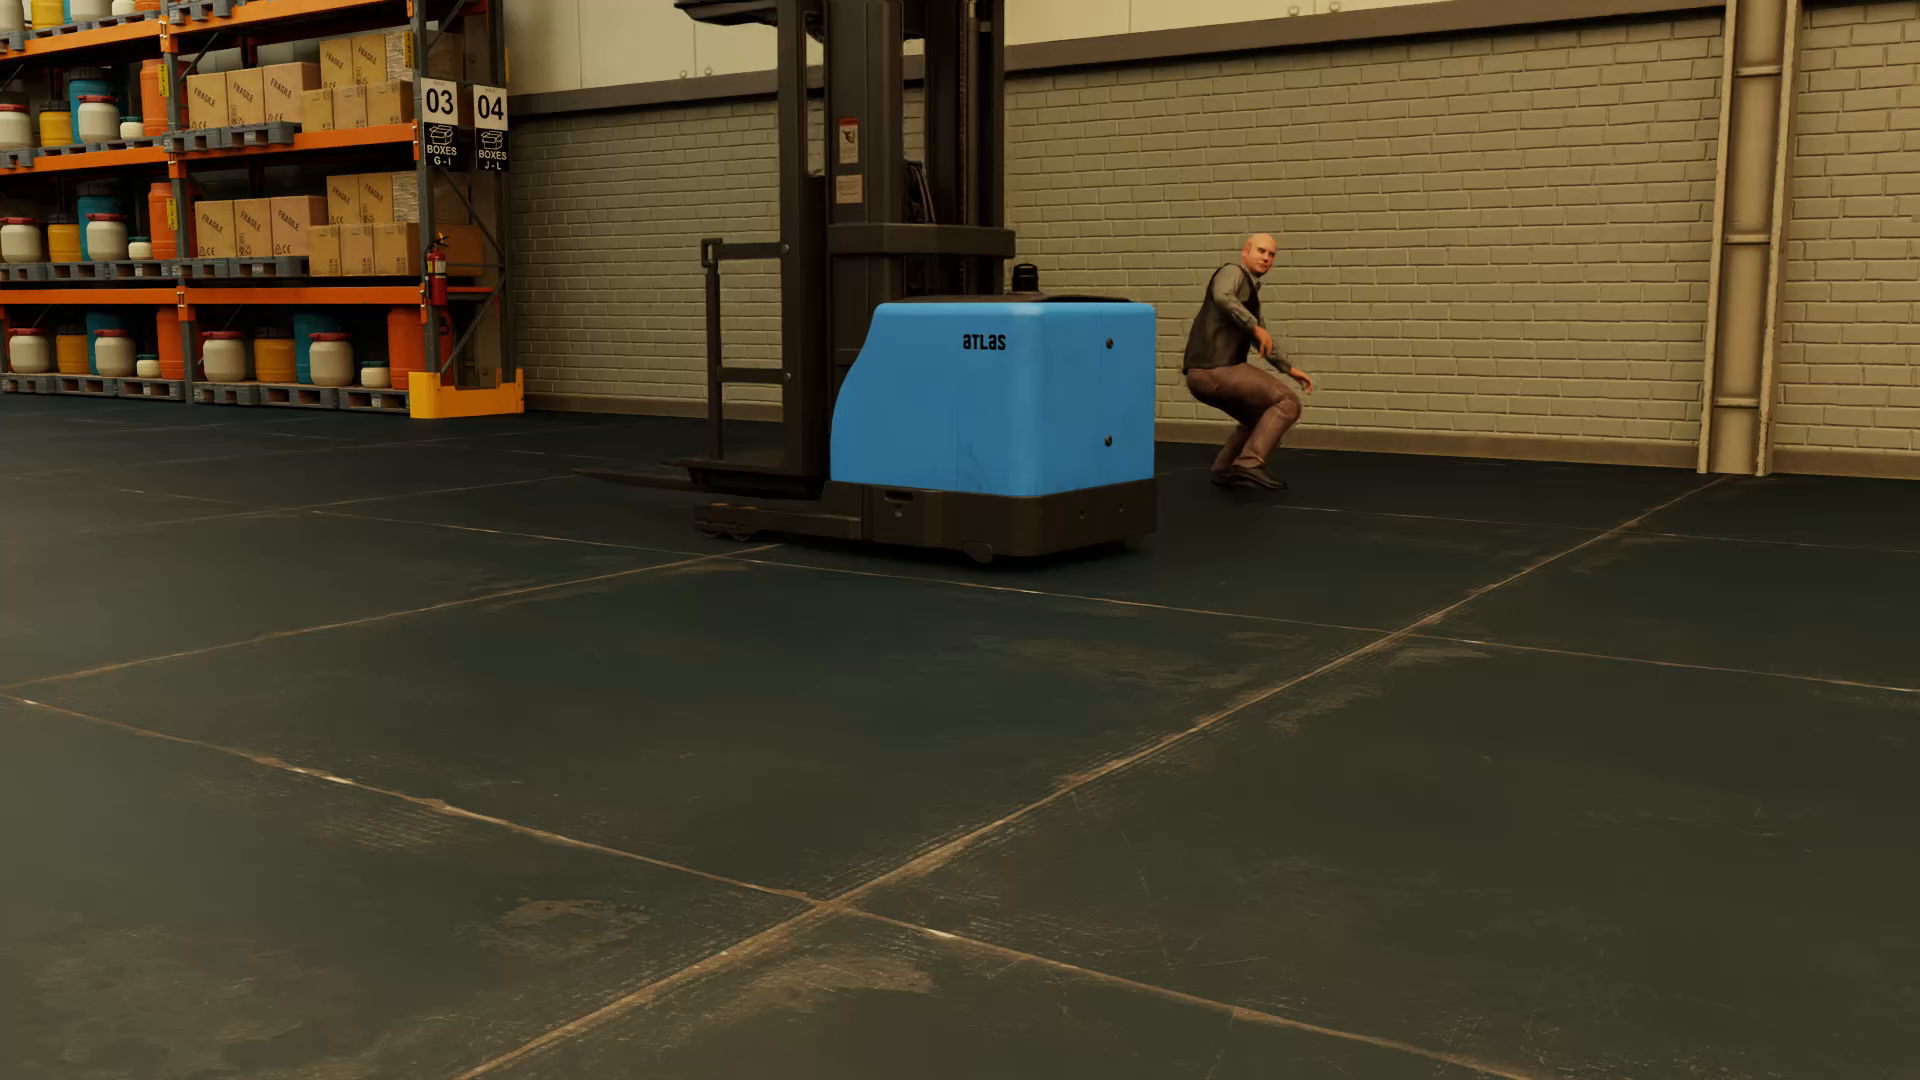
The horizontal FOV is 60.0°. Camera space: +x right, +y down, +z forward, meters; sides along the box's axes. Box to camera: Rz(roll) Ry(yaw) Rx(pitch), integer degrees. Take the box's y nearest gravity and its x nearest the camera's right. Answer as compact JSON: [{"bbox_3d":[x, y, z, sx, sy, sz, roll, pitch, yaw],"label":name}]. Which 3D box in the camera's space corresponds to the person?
[{"bbox_3d":[1.620,-0.944,9.257,0.764,1.505,0.891,1,8,5],"label":"person"}]

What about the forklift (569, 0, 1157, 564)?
[{"bbox_3d":[-0.607,-1.495,7.707,3.031,2.935,1.130,6,10,37],"label":"forklift"}]
